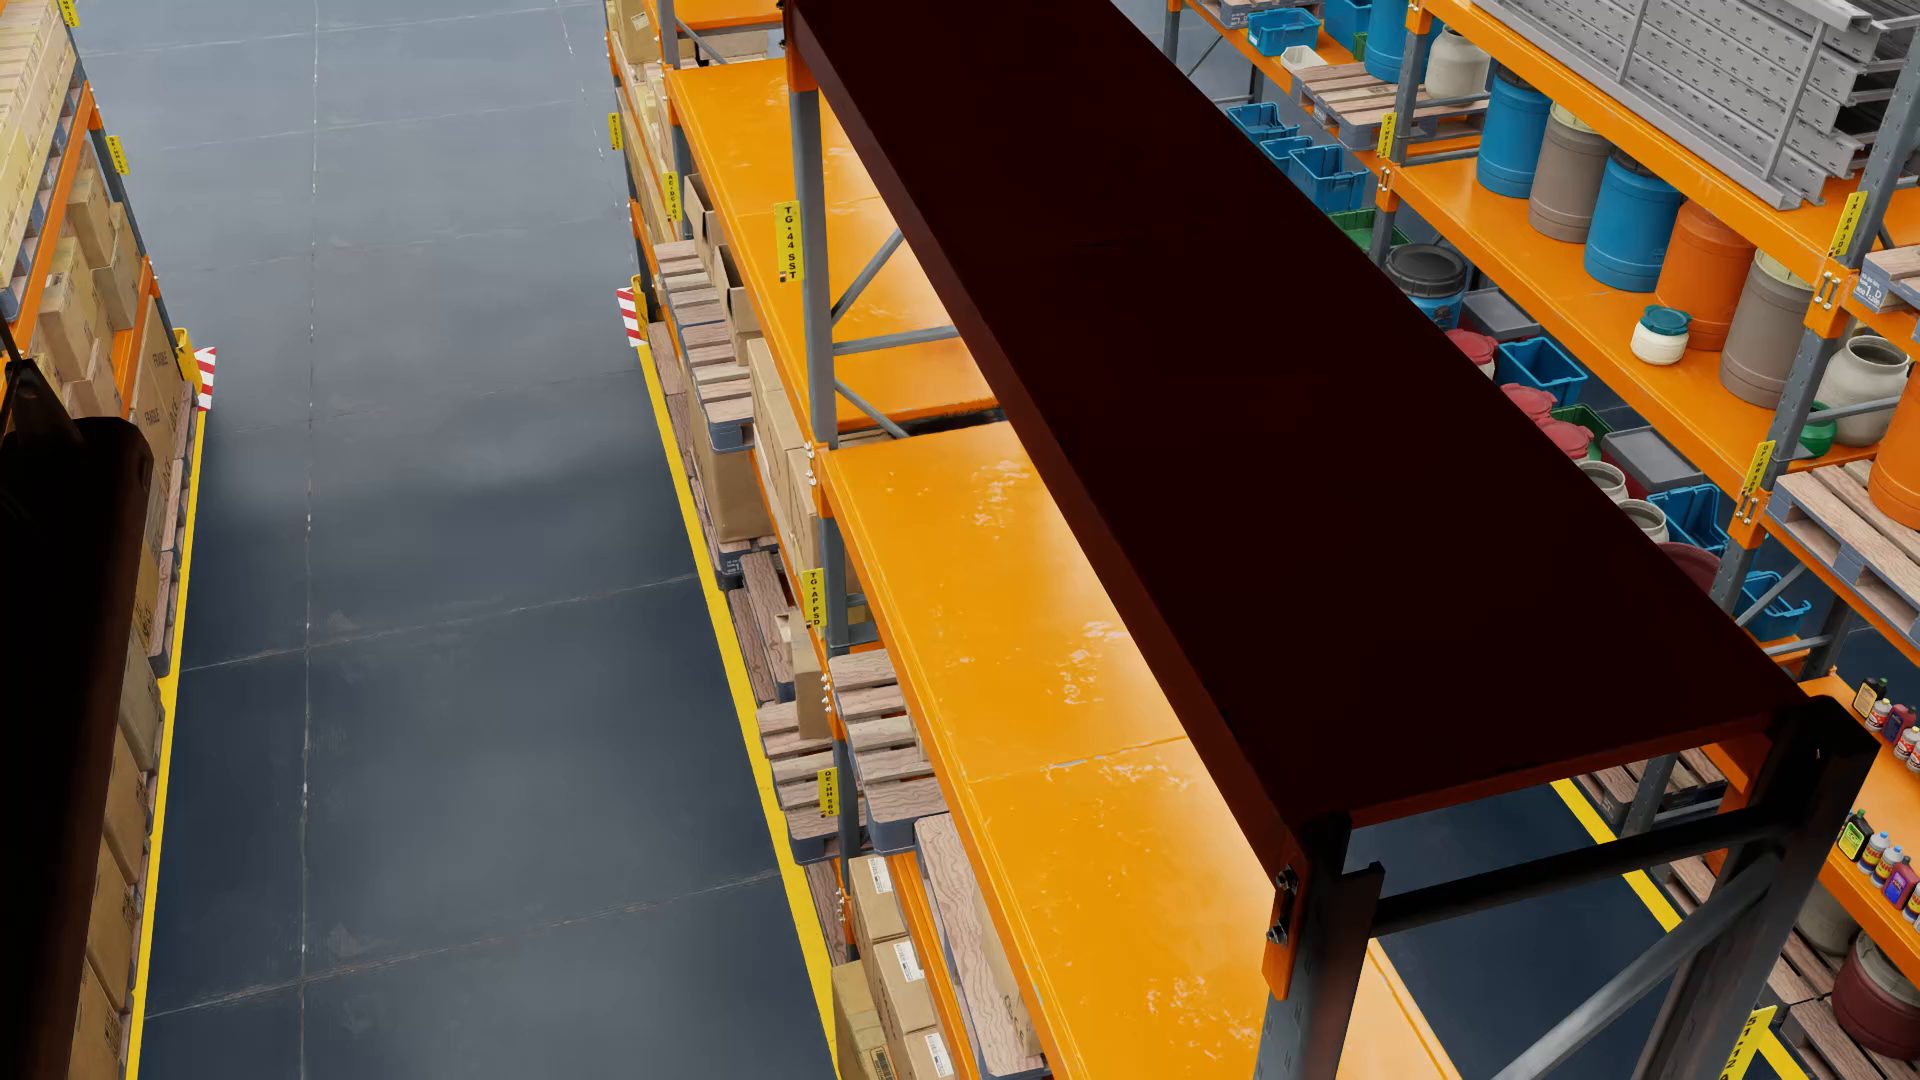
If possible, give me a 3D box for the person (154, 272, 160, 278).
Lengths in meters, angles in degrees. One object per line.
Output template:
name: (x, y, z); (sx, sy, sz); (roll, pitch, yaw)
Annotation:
person: (-8.175, -3.039, 15.270); (1.069, 1.718, 0.515); (-23, 44, -26)
